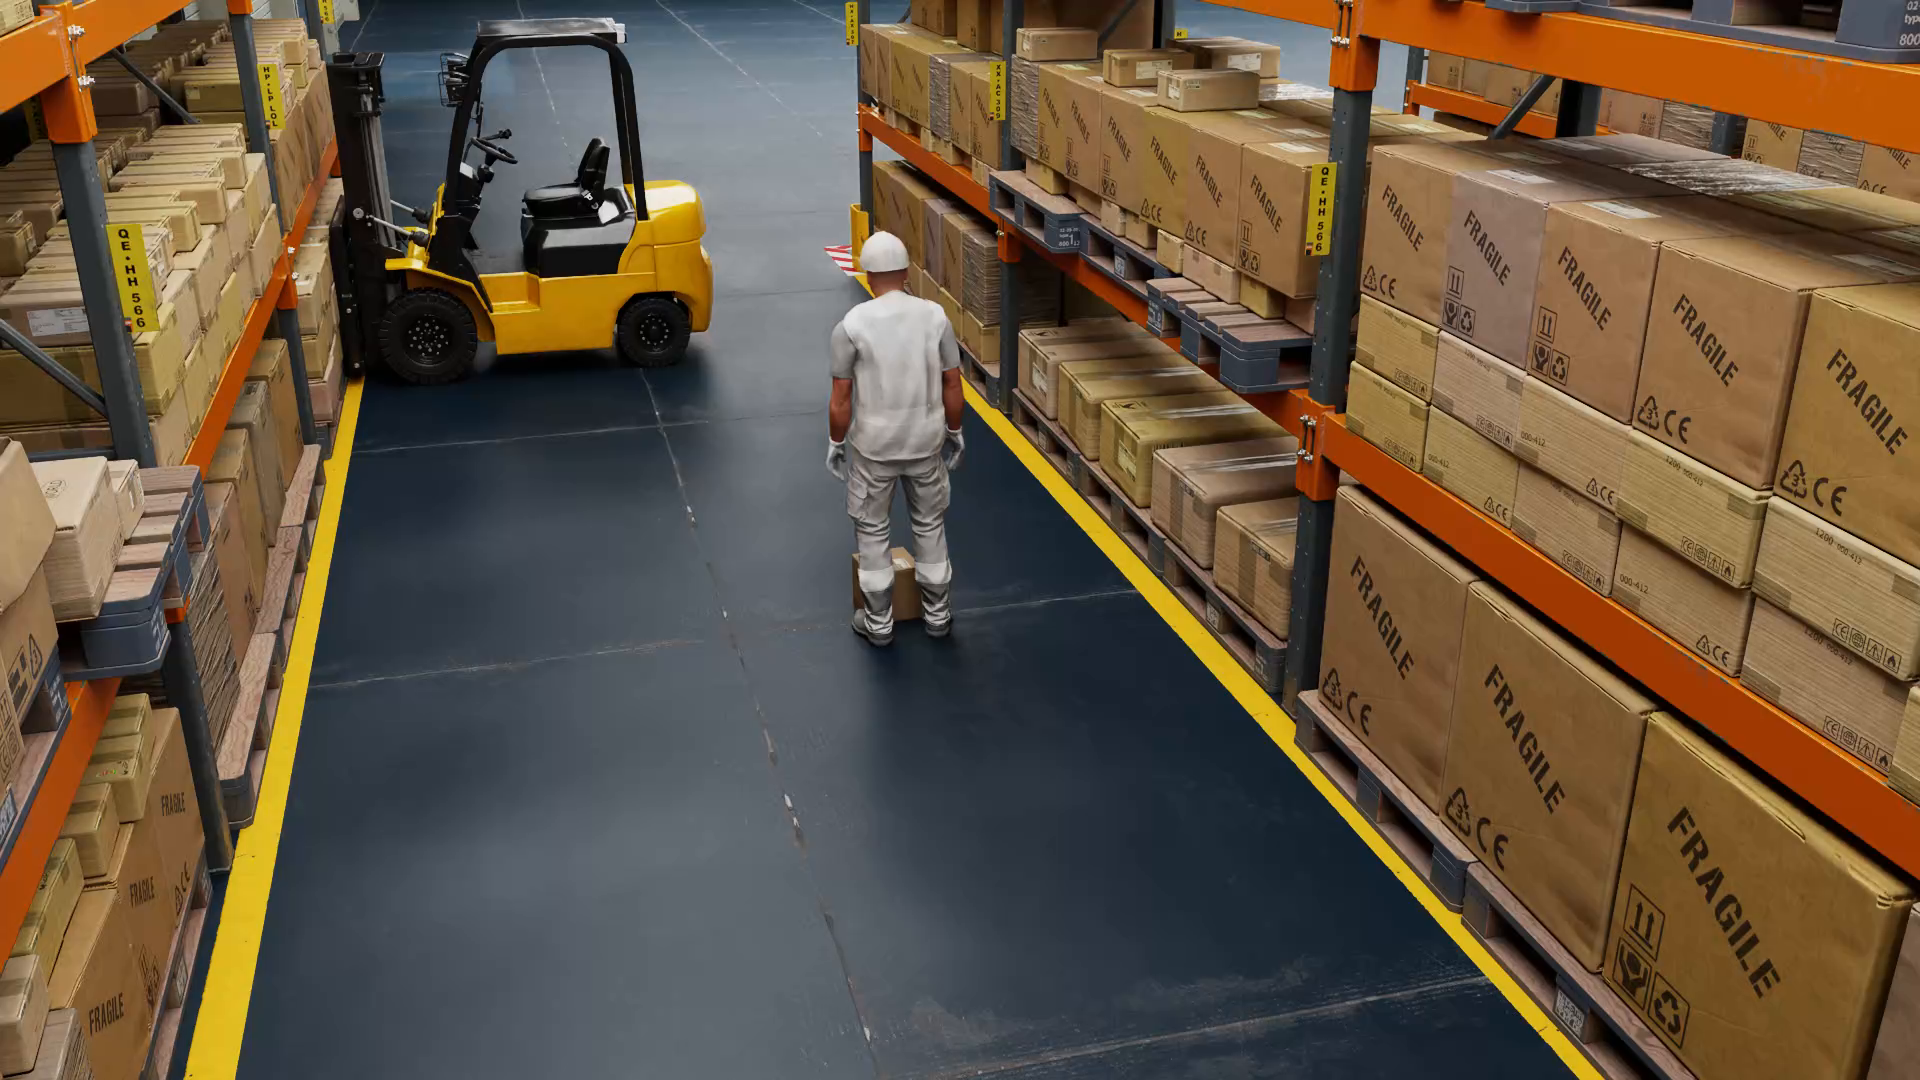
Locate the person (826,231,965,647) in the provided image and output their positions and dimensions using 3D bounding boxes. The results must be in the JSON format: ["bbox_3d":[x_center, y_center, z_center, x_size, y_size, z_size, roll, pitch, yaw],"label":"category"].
[{"bbox_3d":[-0.270,-0.410,7.056,0.606,1.778,0.453,-6,23,-14],"label":"person"}]
